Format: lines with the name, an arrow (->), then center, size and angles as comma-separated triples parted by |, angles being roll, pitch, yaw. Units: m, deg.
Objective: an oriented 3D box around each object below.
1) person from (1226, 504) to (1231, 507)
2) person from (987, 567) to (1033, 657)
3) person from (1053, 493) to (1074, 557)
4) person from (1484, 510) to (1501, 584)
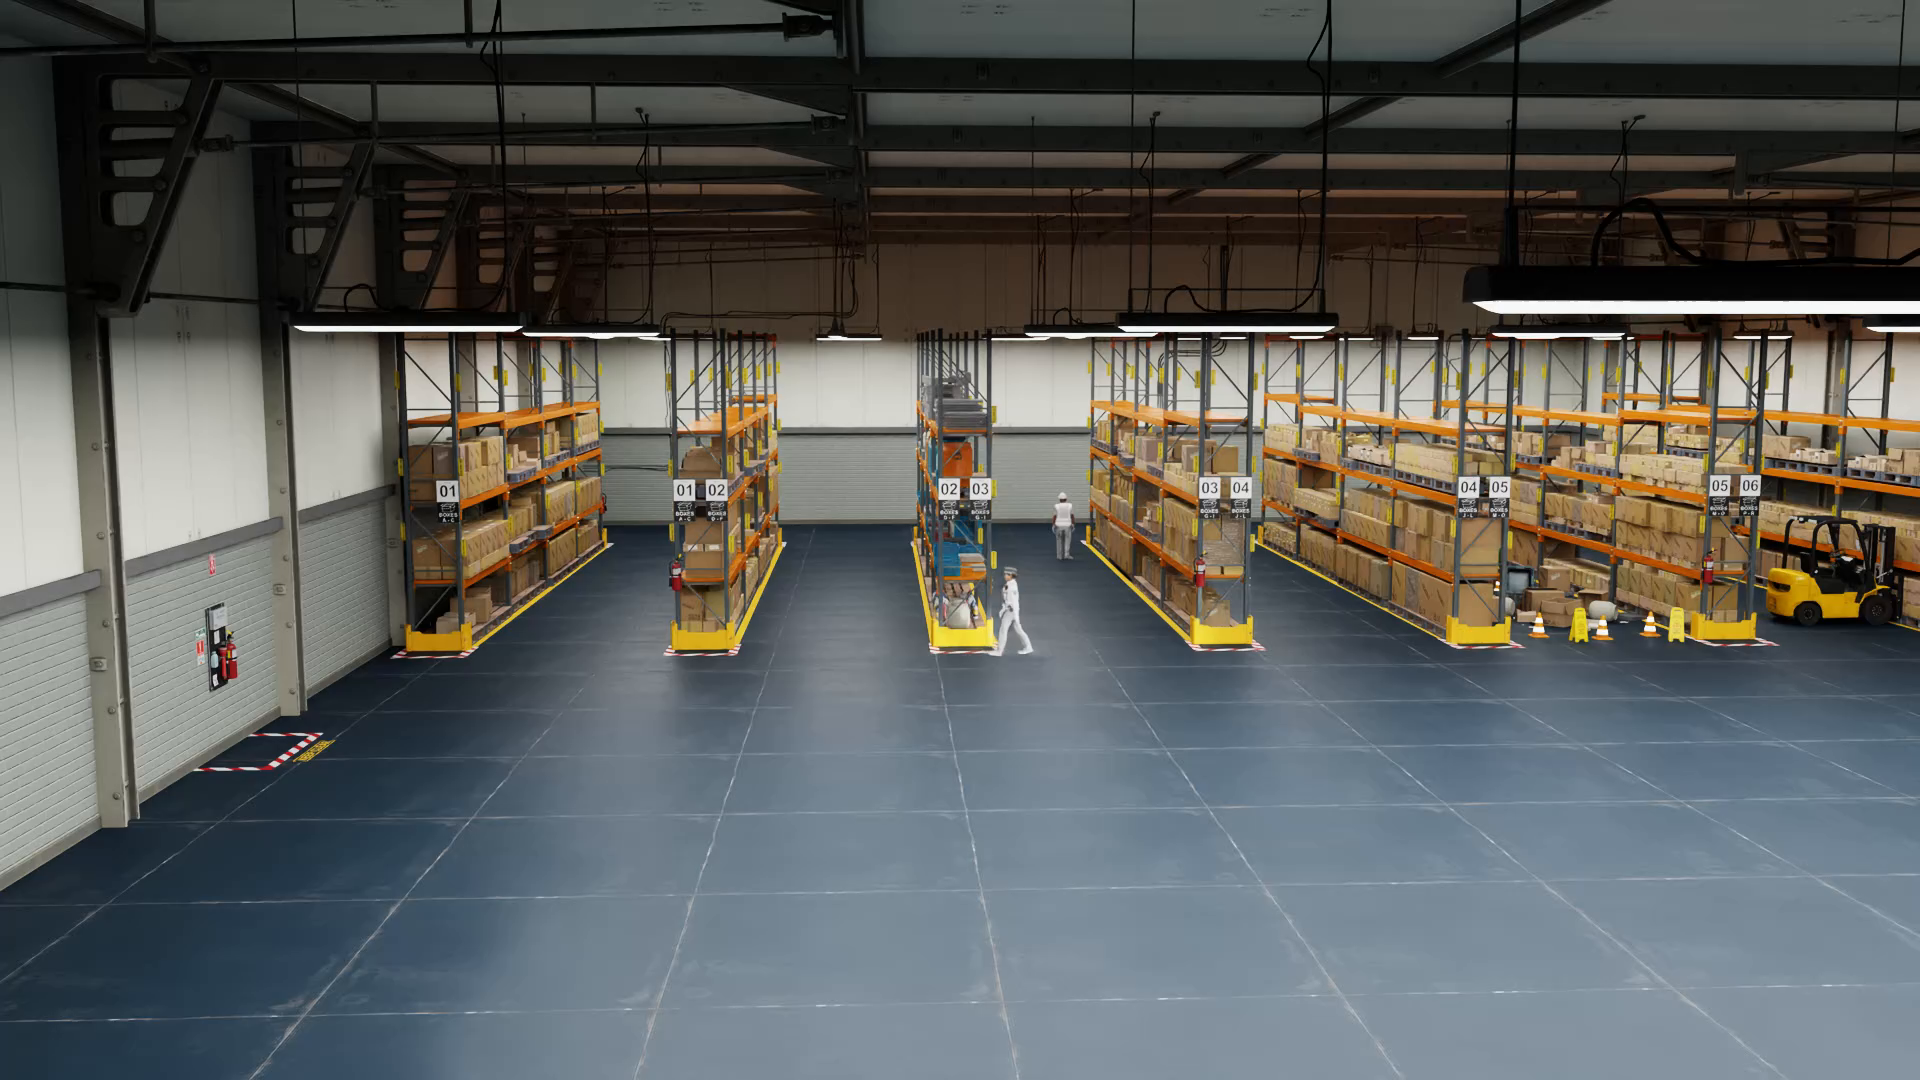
person -> 6.991, -0.244, 43.684 | 0.409, 1.467, 0.867 | 0, 7, -3
person -> 0.923, 1.311, 30.597 | 0.840, 1.642, 0.486 | 0, 7, 4
person -> 2.749, -0.397, 44.228 | 0.561, 1.723, 0.438 | 0, 7, -3
person -> 12.713, 0.162, 39.671 | 0.461, 1.776, 0.572 | -2, 7, -19
